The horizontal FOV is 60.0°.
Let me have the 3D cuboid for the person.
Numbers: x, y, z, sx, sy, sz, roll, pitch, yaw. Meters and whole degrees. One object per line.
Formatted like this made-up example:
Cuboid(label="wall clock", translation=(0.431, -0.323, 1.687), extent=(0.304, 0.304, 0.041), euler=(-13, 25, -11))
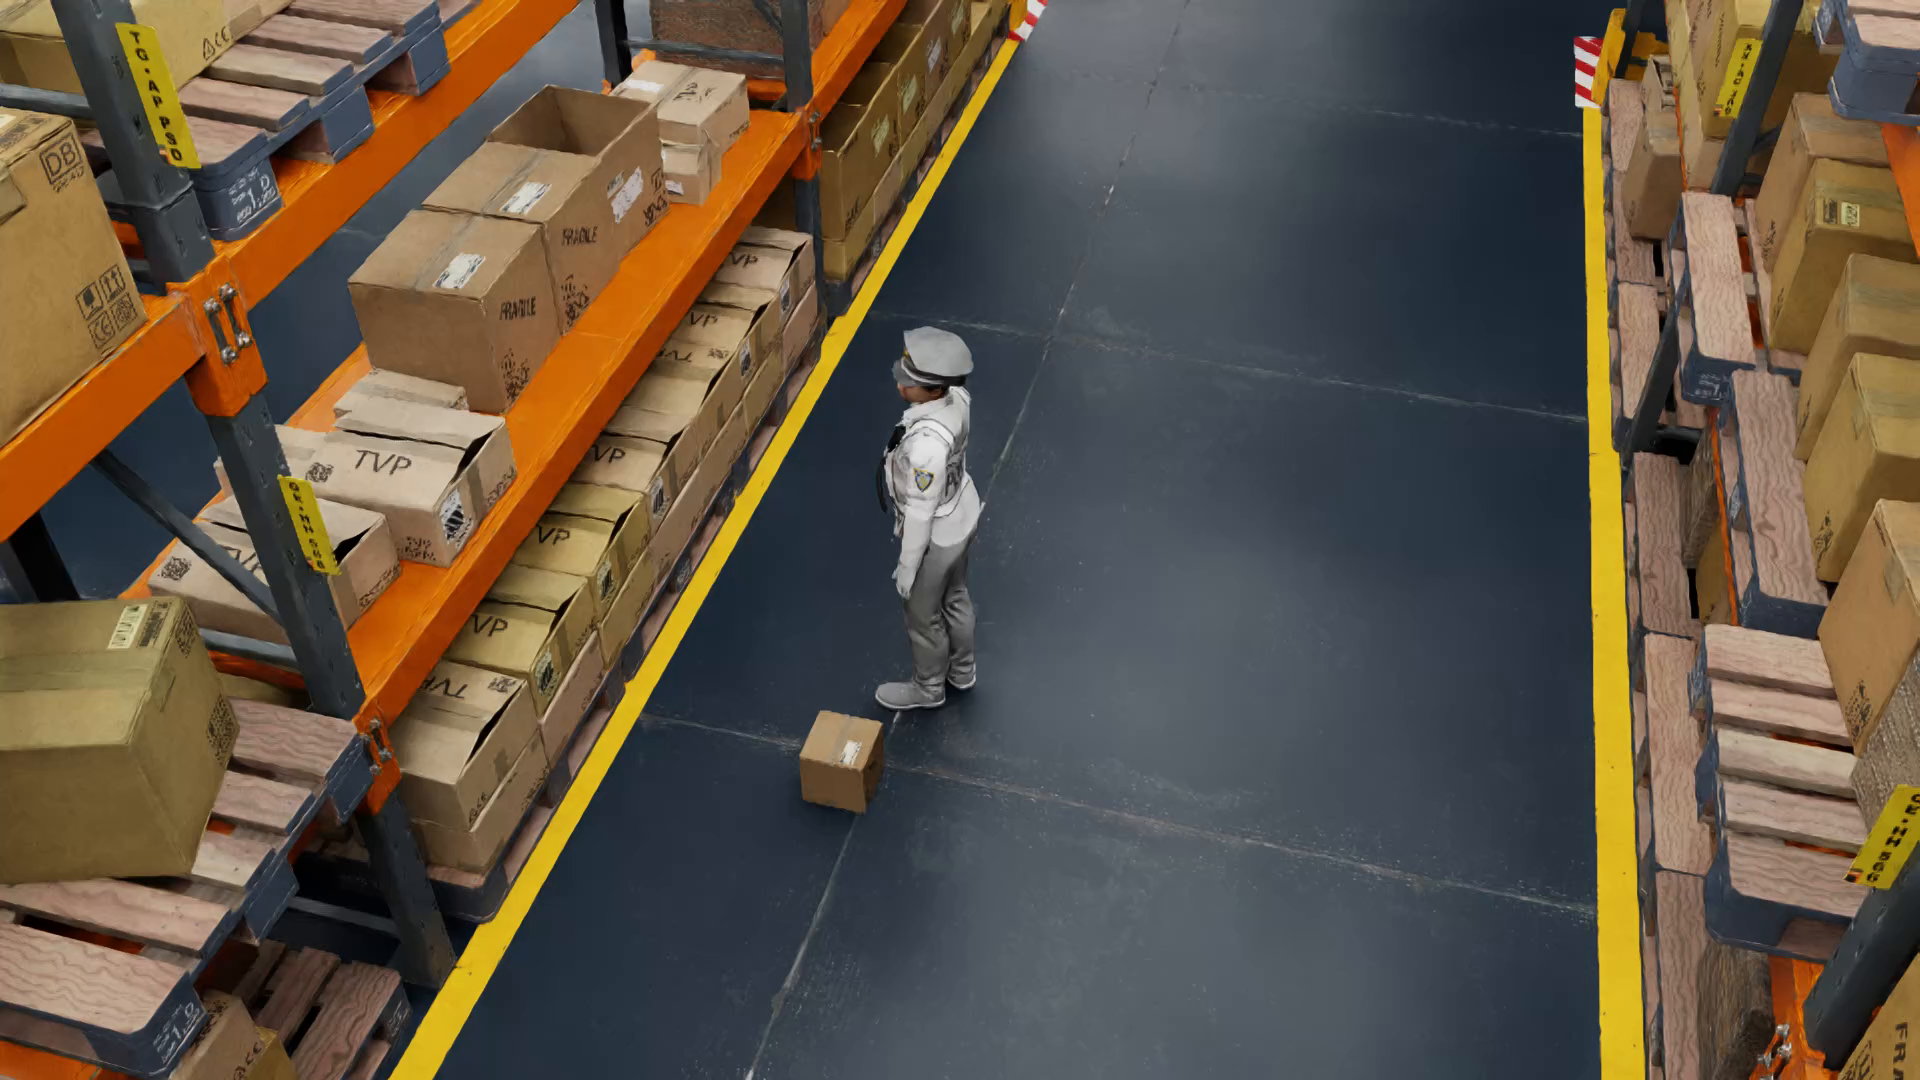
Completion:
Cuboid(label="person", translation=(-0.116, -0.051, 6.173), extent=(0.378, 1.685, 0.559), euler=(11, 43, 13))
